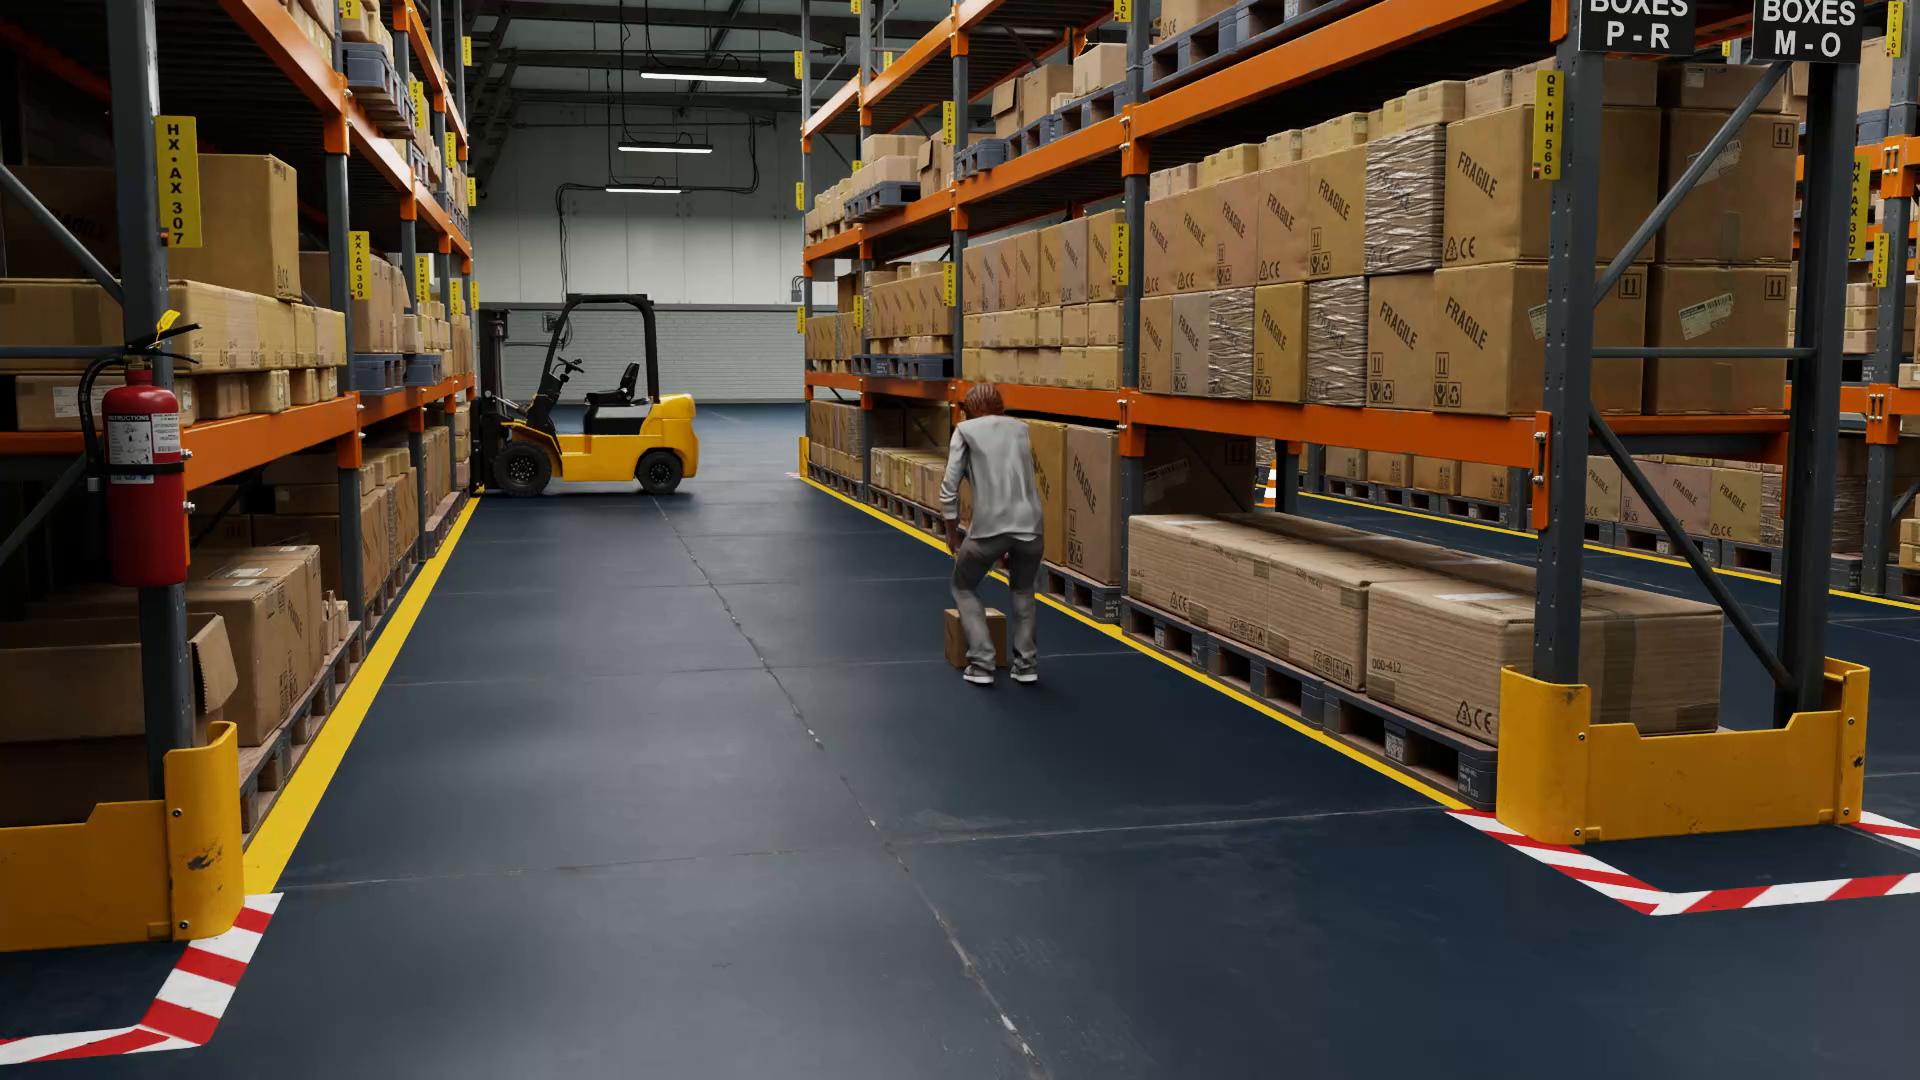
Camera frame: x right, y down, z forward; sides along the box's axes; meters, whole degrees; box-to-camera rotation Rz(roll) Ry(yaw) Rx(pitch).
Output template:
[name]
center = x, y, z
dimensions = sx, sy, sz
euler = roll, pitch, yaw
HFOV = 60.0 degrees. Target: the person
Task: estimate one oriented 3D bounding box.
[person]
center = 0.149, -0.027, 7.660
dimensions = 0.460, 1.376, 0.602
euler = -1, 6, -12
